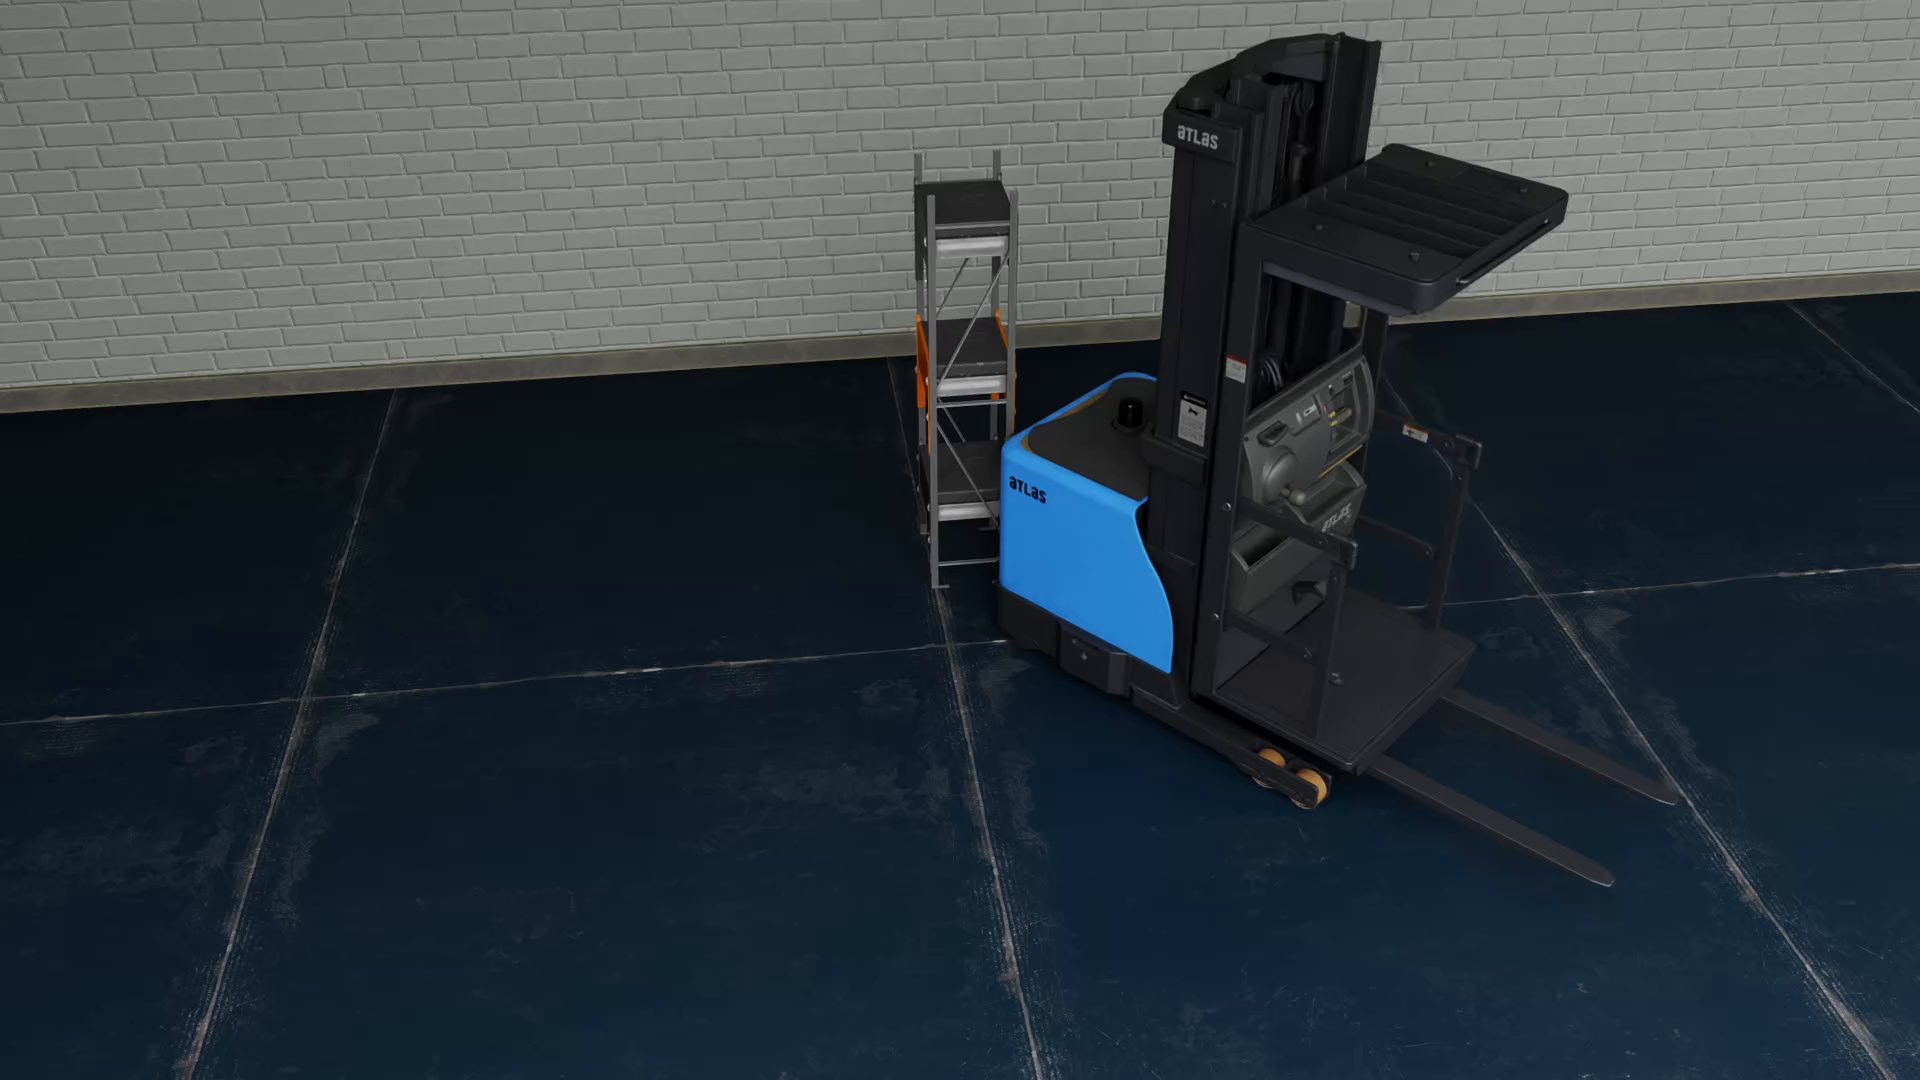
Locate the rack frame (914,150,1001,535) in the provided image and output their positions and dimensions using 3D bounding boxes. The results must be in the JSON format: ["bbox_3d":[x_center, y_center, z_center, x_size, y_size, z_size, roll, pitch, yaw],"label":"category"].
[{"bbox_3d":[-0.011,-0.911,8.223,0.400,2.100,0.015,-4,35,-6],"label":"rack frame"}]

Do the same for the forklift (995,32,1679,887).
[{"bbox_3d":[1.599,-0.404,6.741,3.031,2.935,1.130,27,43,34],"label":"forklift"}]

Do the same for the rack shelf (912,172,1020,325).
[{"bbox_3d":[0.022,-1.342,7.637,0.431,0.518,0.480,-4,35,-6],"label":"rack shelf"}]

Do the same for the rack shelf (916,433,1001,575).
[{"bbox_3d":[0.022,-0.186,8.425,0.431,0.518,0.480,-4,35,-6],"label":"rack shelf"}]

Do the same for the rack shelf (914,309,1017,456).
[{"bbox_3d":[0.022,-0.764,8.031,0.431,0.518,0.480,-4,35,-6],"label":"rack shelf"}]

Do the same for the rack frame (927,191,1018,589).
[{"bbox_3d":[0.055,-0.639,7.823,0.400,2.100,0.015,-4,35,-6],"label":"rack frame"}]

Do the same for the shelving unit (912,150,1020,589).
[{"bbox_3d":[0.022,-0.775,8.023,0.431,2.100,0.503,-4,35,-6],"label":"shelving unit"}]
